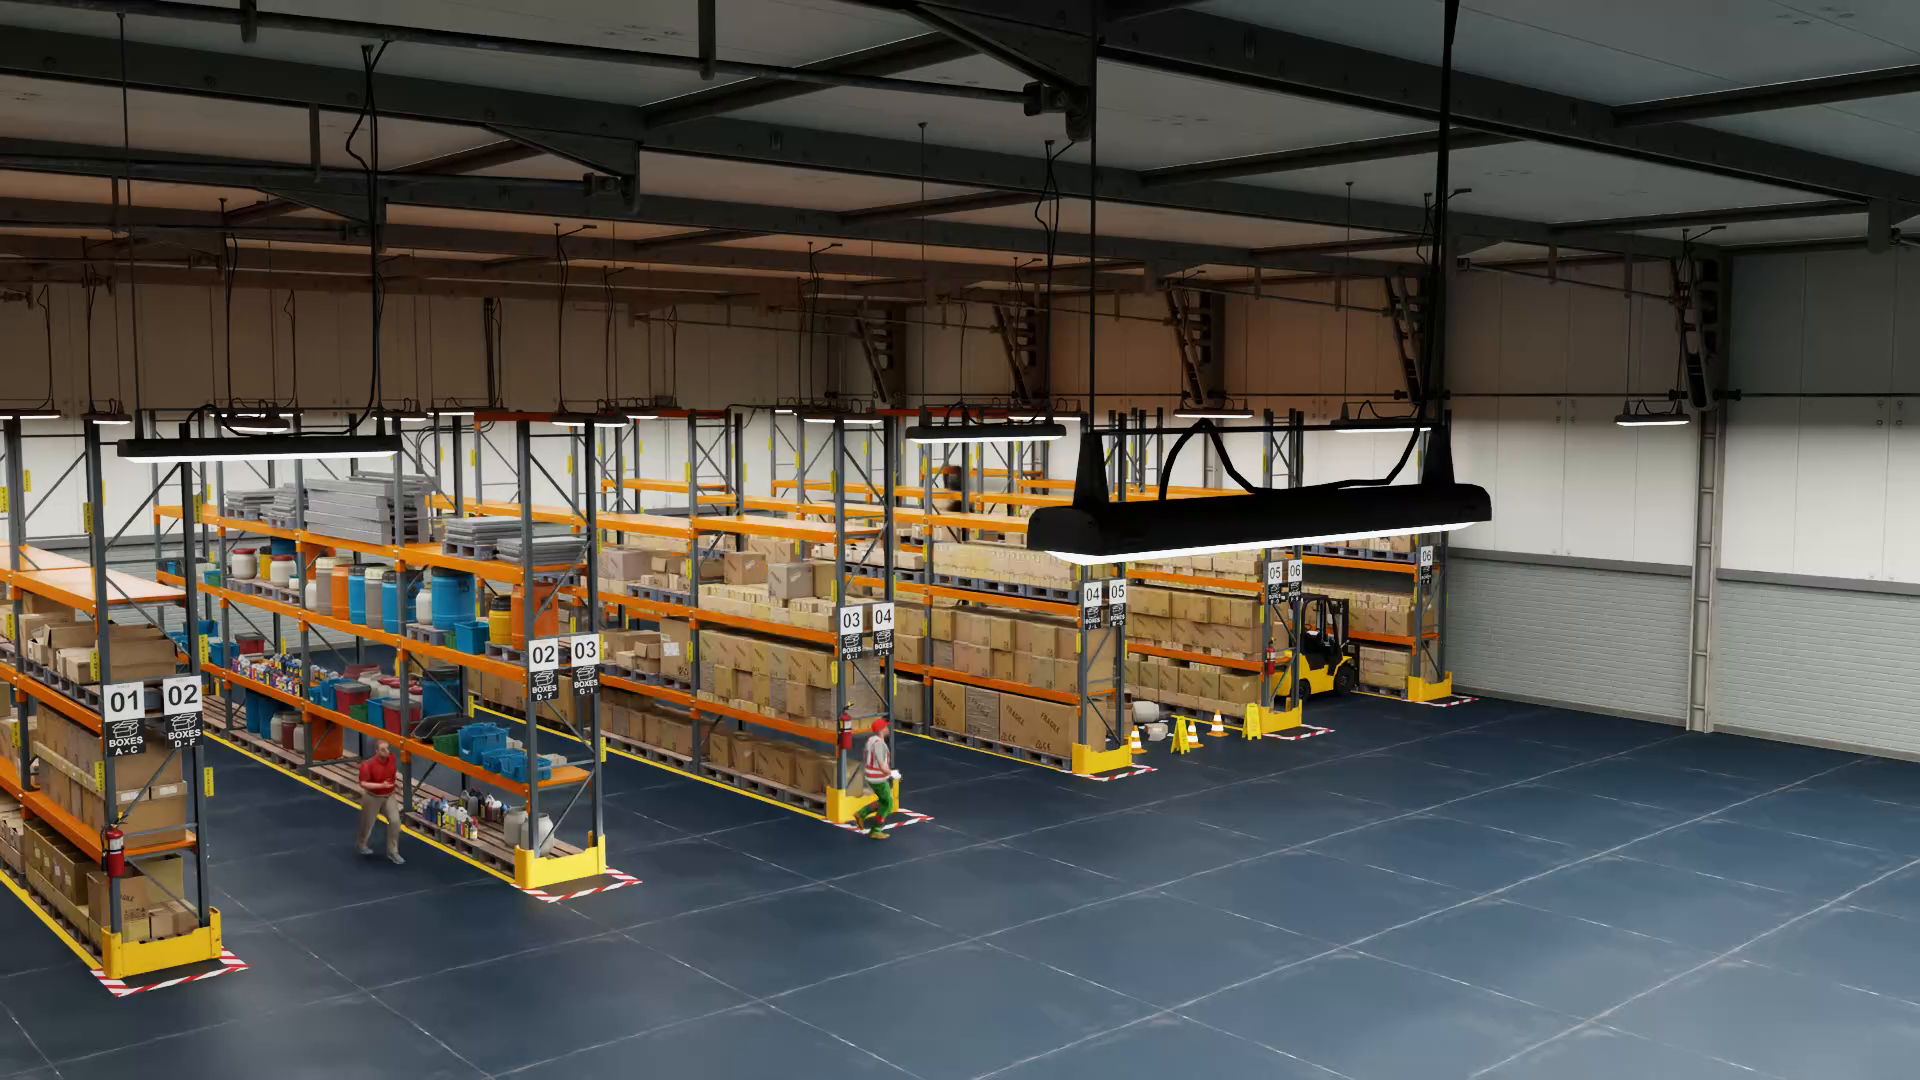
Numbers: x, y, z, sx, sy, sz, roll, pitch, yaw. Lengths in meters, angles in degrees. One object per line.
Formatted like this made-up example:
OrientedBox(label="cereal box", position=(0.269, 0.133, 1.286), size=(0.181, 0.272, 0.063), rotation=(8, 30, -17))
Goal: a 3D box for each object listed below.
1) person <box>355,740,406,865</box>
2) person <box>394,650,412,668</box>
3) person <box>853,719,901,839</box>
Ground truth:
OrientedBox(label="person", position=(-7.860, 3.520, 22.493), size=(1.000, 1.709, 0.667), rotation=(5, 7, 44))
OrientedBox(label="person", position=(-12.551, 2.184, 37.880), size=(0.704, 1.740, 0.582), rotation=(-1, 5, -11))
OrientedBox(label="person", position=(-1.186, 3.391, 23.678), size=(0.651, 1.721, 0.694), rotation=(-1, 5, -16))
